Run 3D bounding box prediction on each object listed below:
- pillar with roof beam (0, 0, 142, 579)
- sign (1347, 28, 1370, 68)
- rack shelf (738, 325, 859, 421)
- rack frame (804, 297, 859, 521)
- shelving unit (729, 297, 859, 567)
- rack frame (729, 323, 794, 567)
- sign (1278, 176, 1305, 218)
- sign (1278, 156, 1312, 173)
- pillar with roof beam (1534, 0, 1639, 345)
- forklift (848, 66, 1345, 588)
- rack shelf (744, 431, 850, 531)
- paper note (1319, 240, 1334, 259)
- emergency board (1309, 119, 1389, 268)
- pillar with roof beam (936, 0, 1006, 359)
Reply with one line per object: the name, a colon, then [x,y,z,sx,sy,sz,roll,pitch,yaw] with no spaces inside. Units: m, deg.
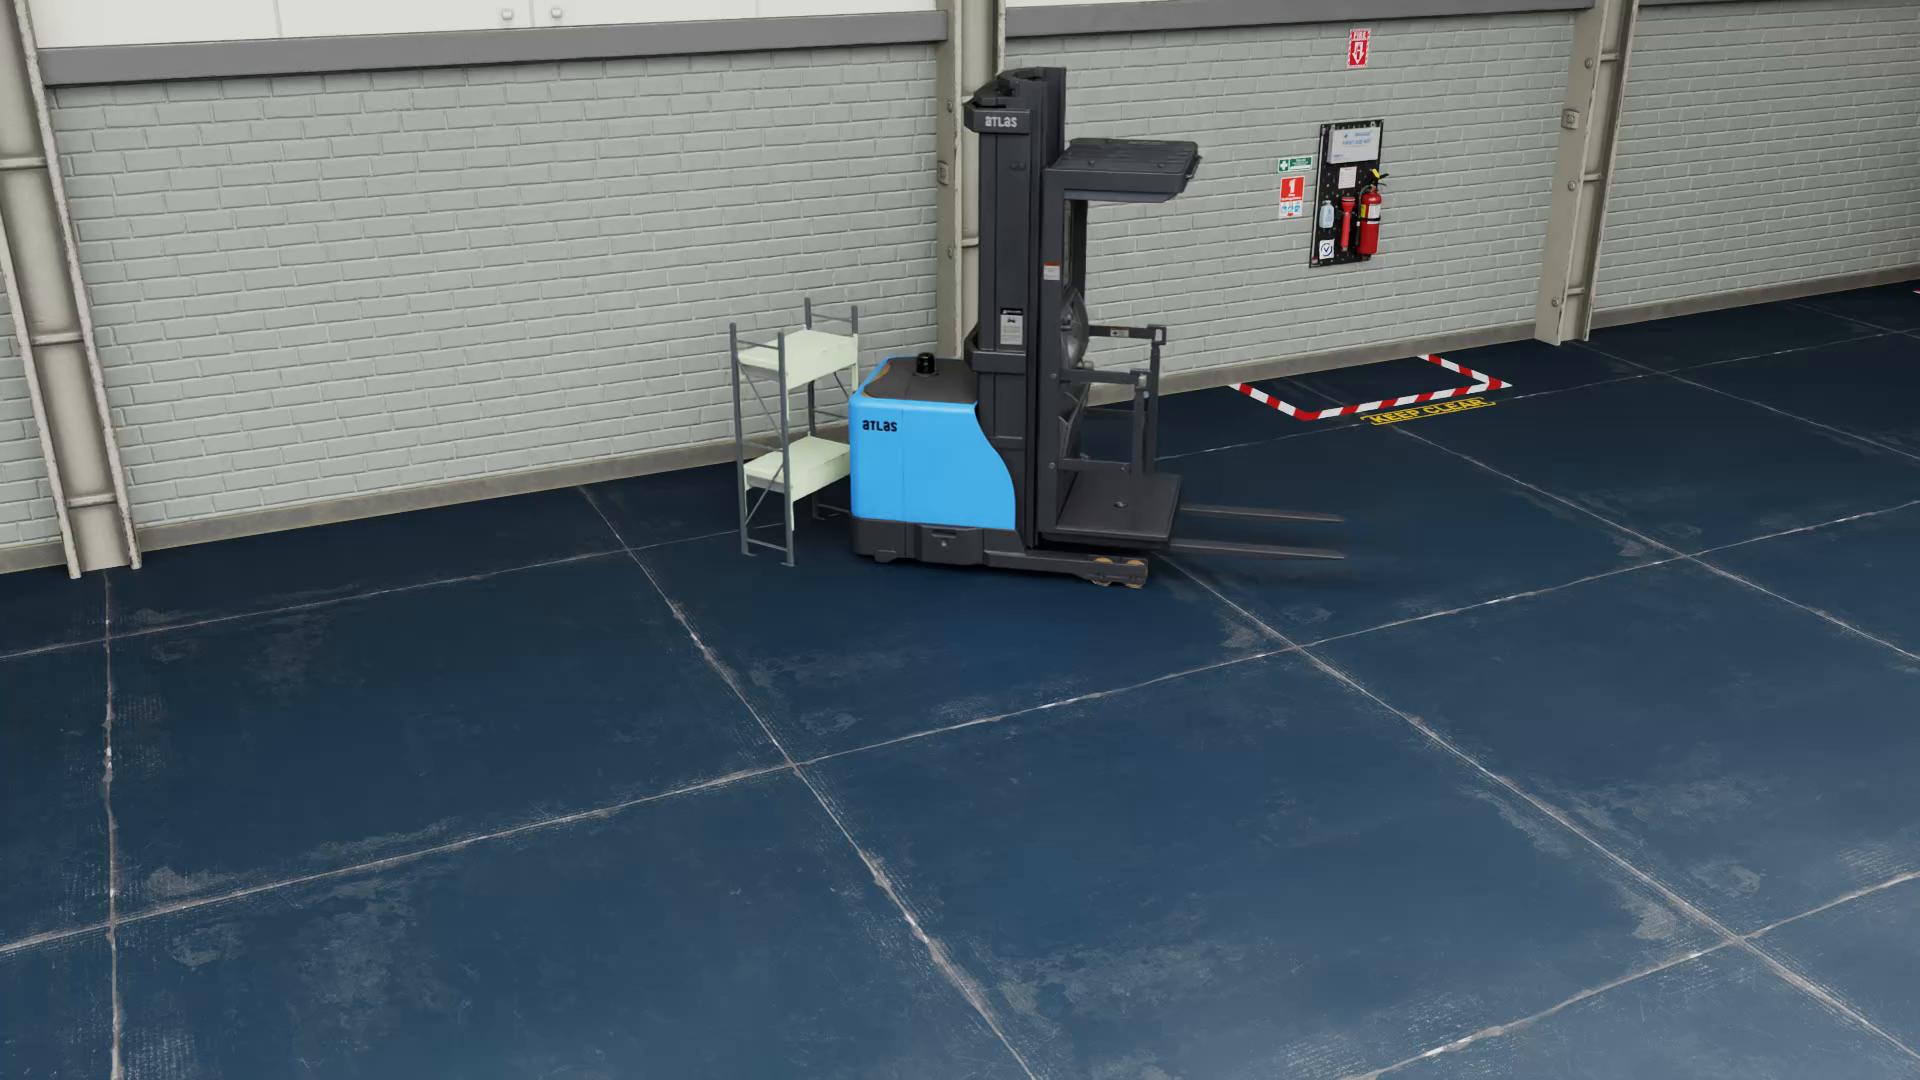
pillar with roof beam: [-3.464,-2.522,5.077,0.400,9.000,9.100,-10,25,-24]
sign: [3.188,-3.932,13.296,0.199,0.298,0.001,-10,25,-24]
rack shelf: [-1.010,-1.045,10.294,0.431,0.370,0.720,14,26,30]
rack frame: [-0.812,-0.802,10.727,0.400,1.500,0.023,14,26,30]
shelving unit: [-1.010,-0.685,10.443,0.431,1.500,0.755,14,26,30]
rack frame: [-1.208,-0.567,10.159,0.400,1.500,0.023,14,26,30]
sign: [2.695,-2.788,13.517,0.234,0.329,0.001,-10,25,-24]
sign: [2.703,-3.031,13.410,0.331,0.109,0.001,-10,25,-24]
pillar with roof beam: [7.349,-4.513,9.886,0.400,9.000,9.100,-10,25,-24]
forklift: [0.879,-1.285,10.022,3.031,2.935,1.130,4,23,11]
rack shelf: [-1.010,-0.383,10.568,0.431,0.370,0.720,14,26,30]
paper note: [3.049,-2.415,13.814,0.142,0.148,0.016,-10,25,-24]
emergency board: [3.238,-2.828,13.659,0.643,1.169,0.194,-10,25,-24]
pillar with roof beam: [1.942,-3.517,7.482,0.400,9.000,9.100,-10,25,-24]
